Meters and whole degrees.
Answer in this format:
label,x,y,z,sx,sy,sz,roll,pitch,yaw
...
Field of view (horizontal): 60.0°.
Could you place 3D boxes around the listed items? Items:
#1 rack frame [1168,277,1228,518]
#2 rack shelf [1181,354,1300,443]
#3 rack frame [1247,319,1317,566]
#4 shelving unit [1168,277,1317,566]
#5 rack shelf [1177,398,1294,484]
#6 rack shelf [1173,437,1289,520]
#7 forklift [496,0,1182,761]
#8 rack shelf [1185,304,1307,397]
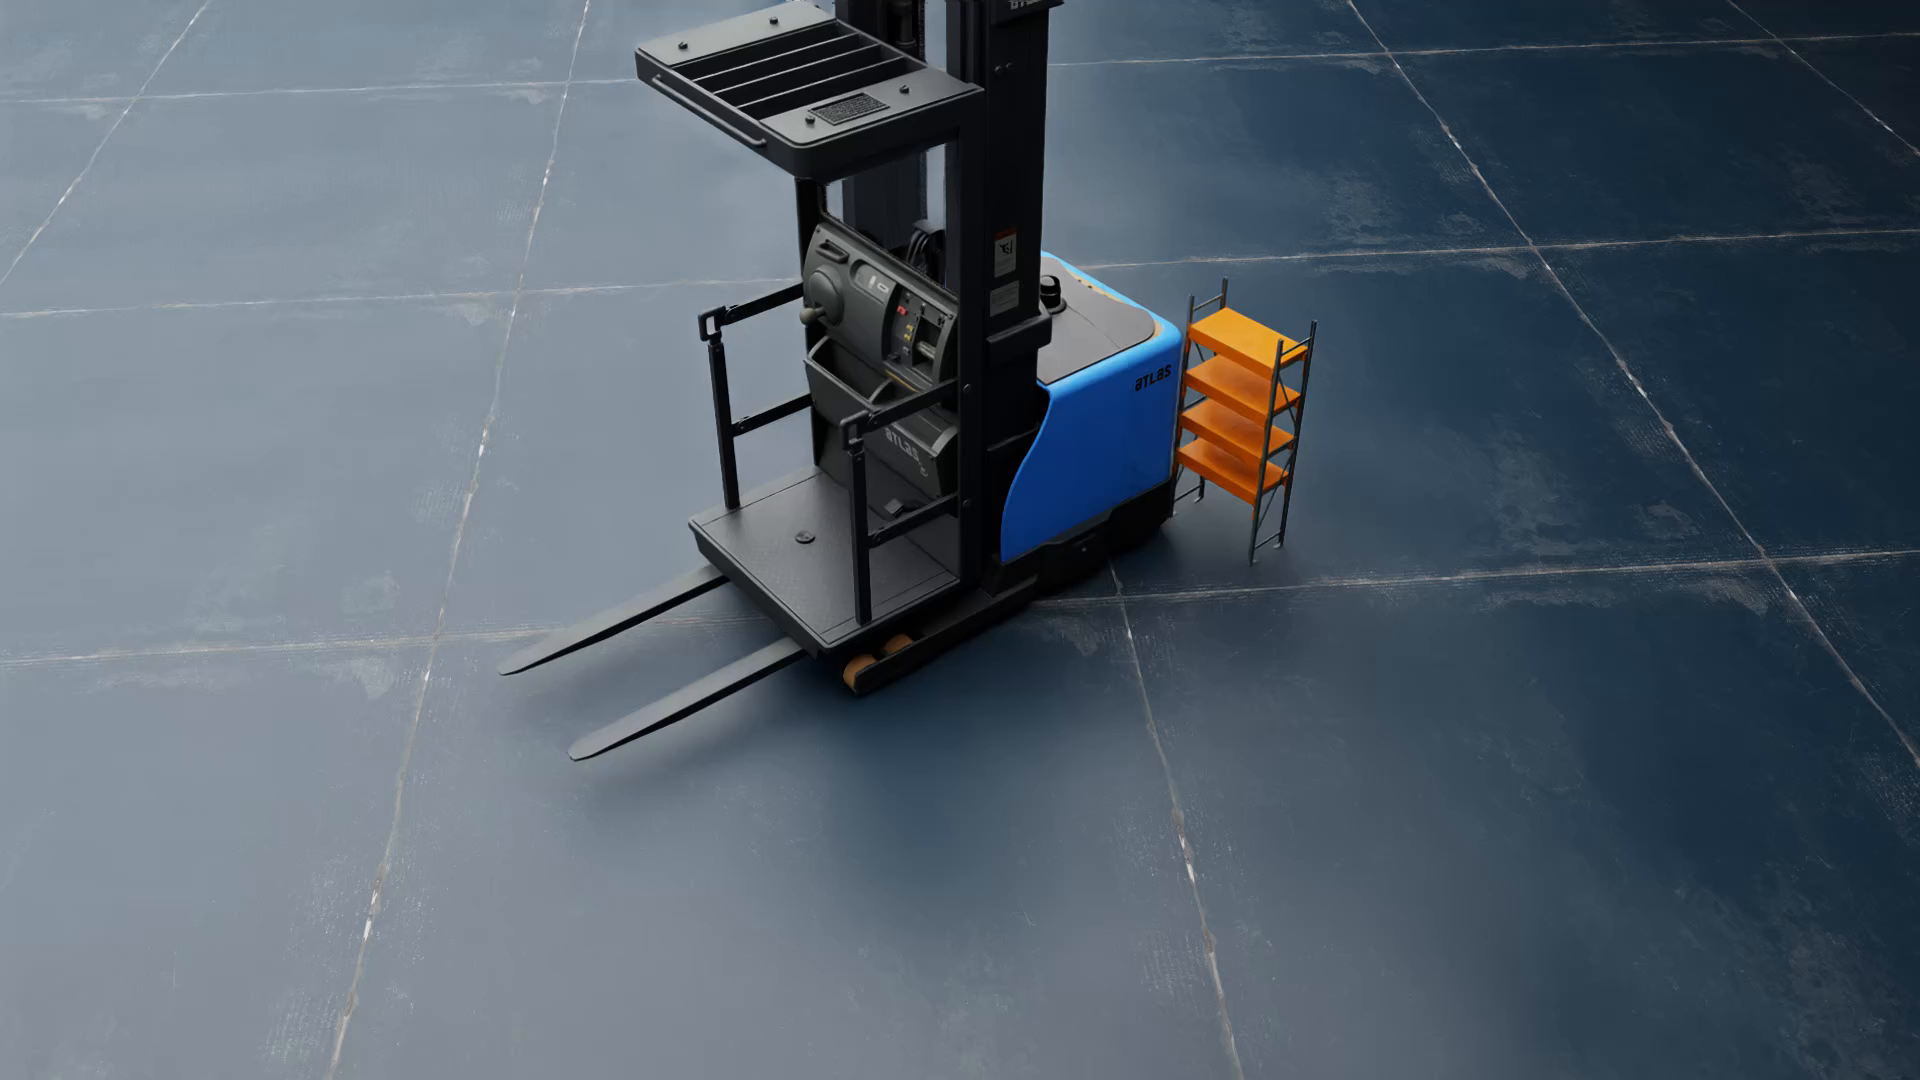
label,x,y,z,sx,sy,sz,roll,pitch,yaw
rack frame,1.079,-0.628,7.577,0.240,1.200,0.015,-29,47,-32
rack shelf,1.242,-0.638,7.338,0.258,0.148,0.480,-29,47,-32
rack frame,1.406,-0.403,7.292,0.240,1.200,0.015,-29,47,-32
shelving unit,1.242,-0.515,7.435,0.258,1.200,0.503,-29,47,-32
rack shelf,1.242,-0.463,7.476,0.258,0.148,0.480,-29,47,-32
rack shelf,1.242,-0.307,7.599,0.258,0.148,0.480,-29,47,-32
forklift,-0.492,-0.881,6.500,3.031,2.935,1.130,-26,45,-29
rack shelf,1.242,-0.824,7.191,0.258,0.148,0.480,-29,47,-32
